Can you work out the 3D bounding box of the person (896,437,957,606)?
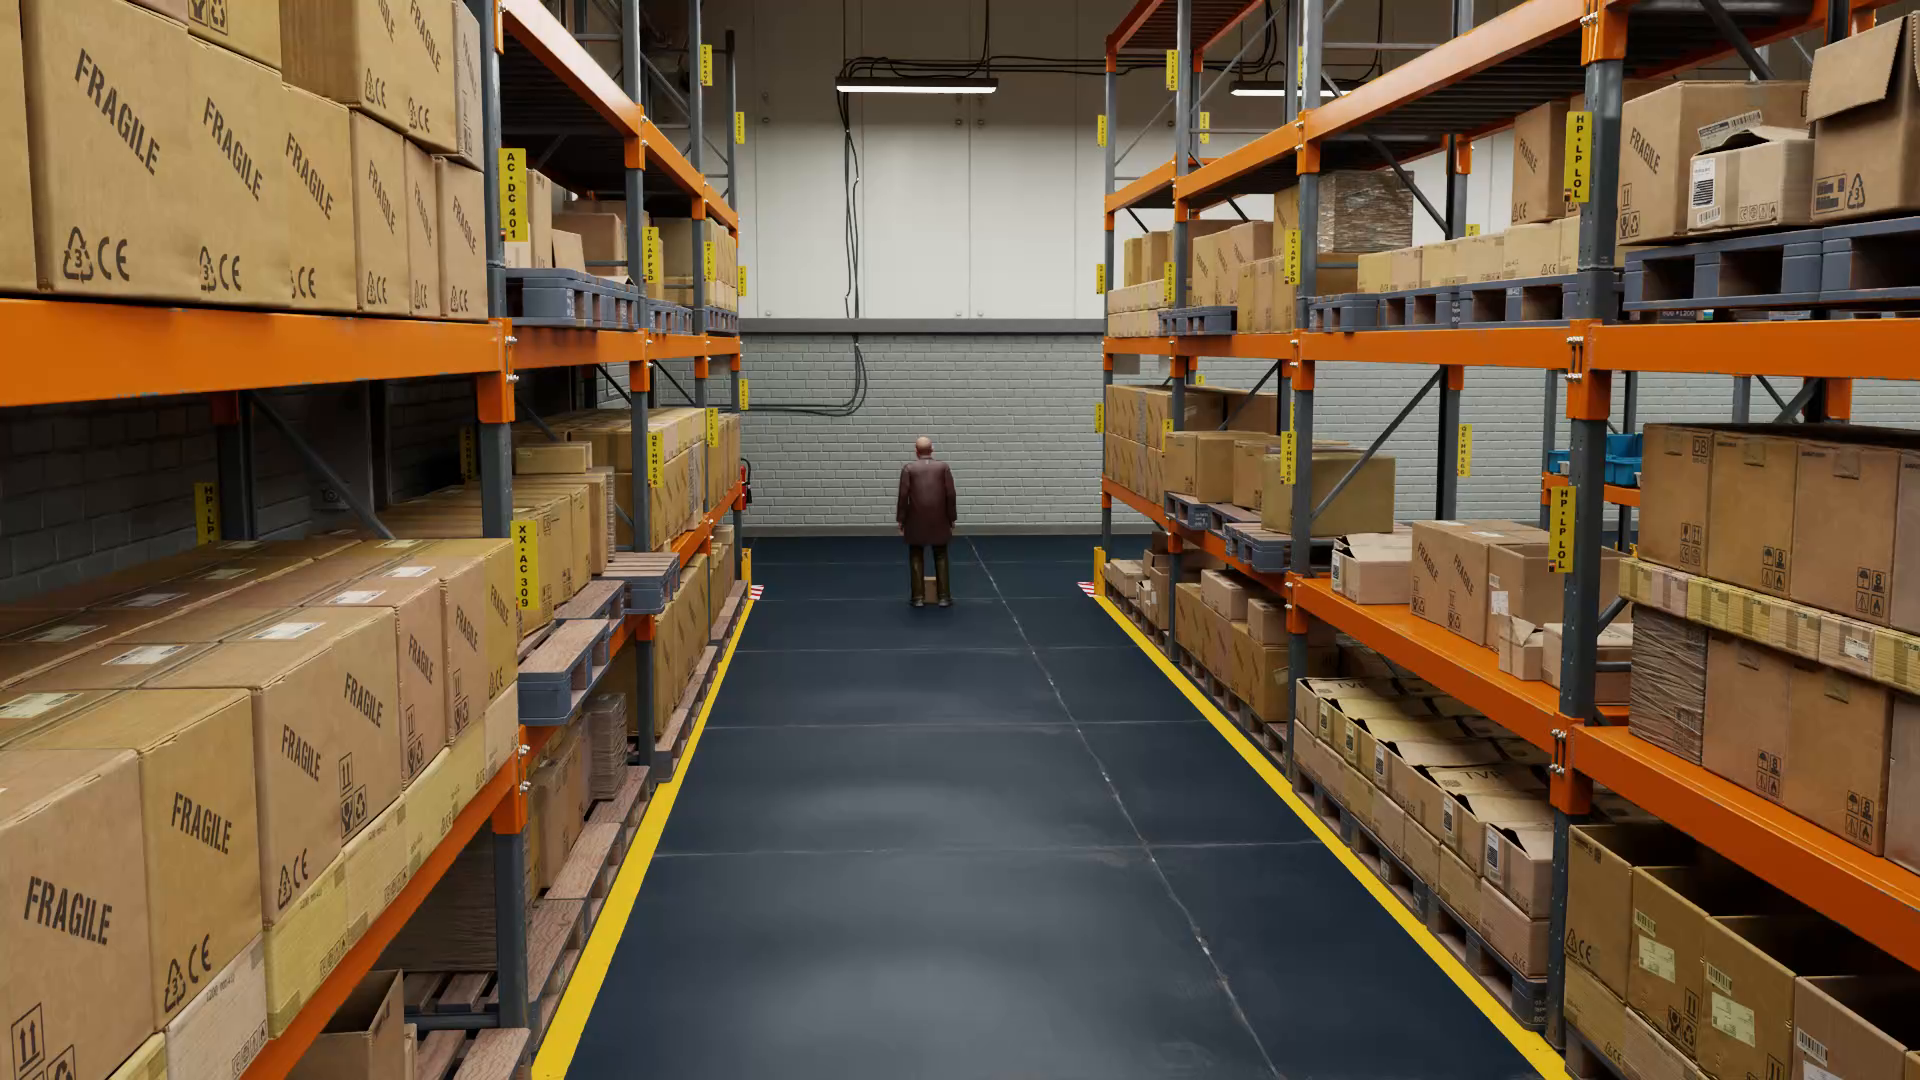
[{"bbox_3d":[-0.352,-0.193,17.449,0.648,1.772,0.429,-1,7,-7],"label":"person"}]
